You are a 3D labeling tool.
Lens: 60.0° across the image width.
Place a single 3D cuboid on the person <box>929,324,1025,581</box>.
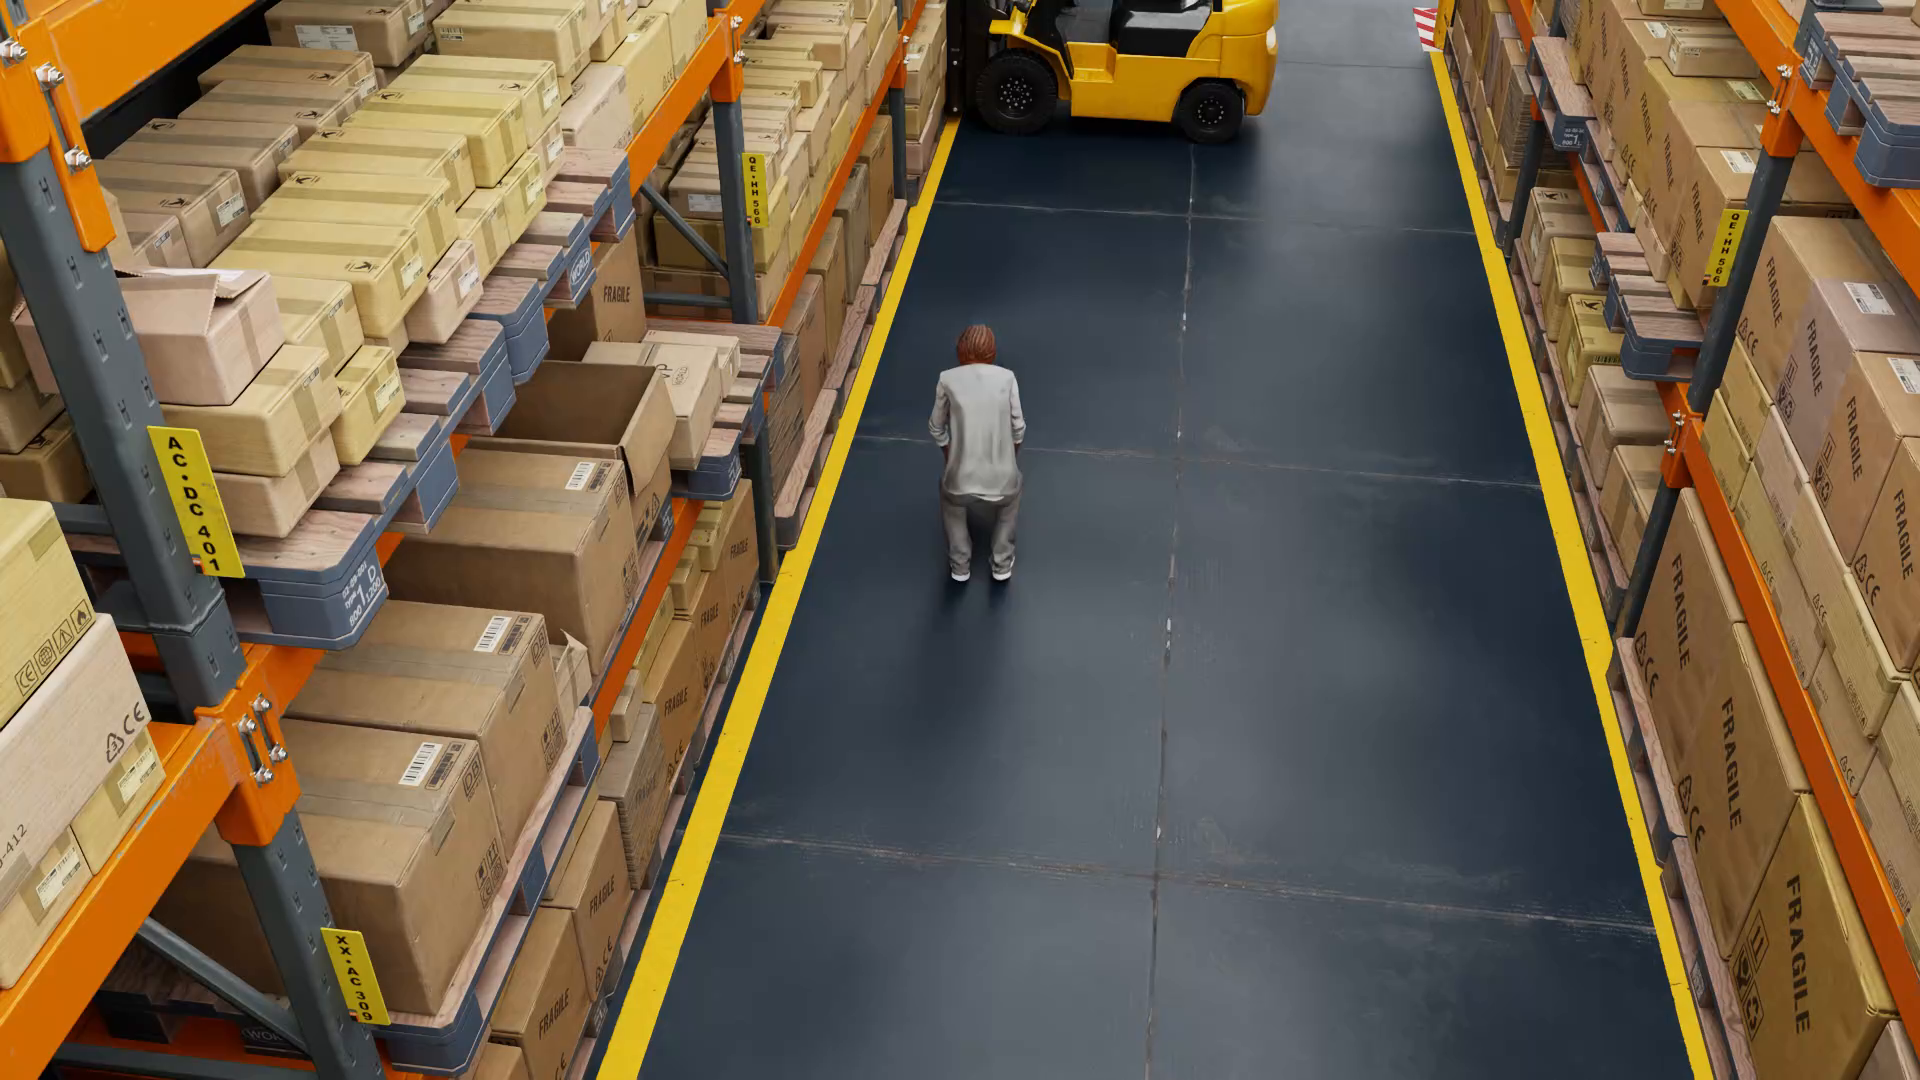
[{"bbox_3d":[0.074,-0.360,7.887,0.462,1.175,0.710,2,37,3],"label":"person"}]
